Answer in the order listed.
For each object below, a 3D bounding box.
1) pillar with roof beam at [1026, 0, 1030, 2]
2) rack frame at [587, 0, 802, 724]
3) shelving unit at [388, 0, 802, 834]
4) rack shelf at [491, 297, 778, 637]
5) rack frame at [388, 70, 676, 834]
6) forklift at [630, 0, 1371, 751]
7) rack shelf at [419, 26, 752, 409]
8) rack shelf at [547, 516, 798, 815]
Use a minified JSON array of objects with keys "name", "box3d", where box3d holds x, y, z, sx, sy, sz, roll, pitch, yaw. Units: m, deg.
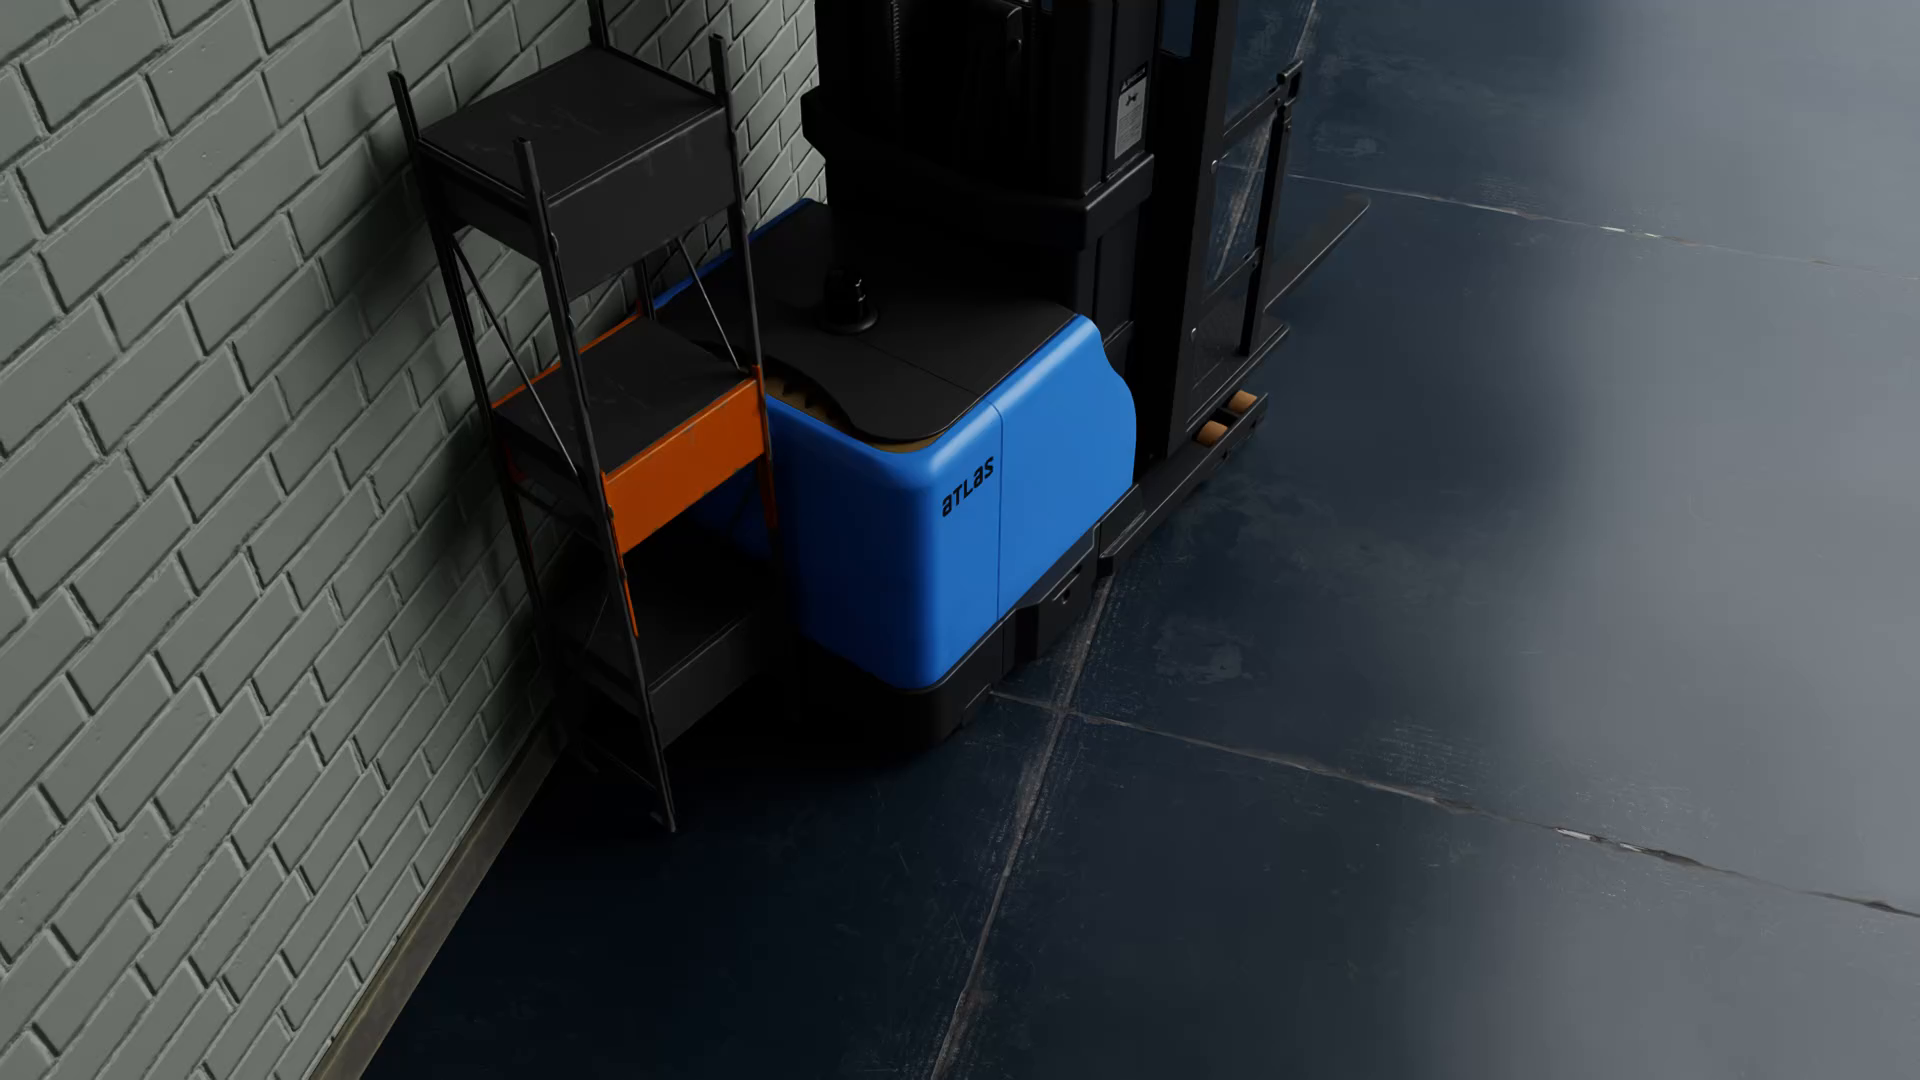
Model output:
[{"name":"pillar with roof beam","box3d":[4.182,-4.069,2.974,9.100,9.000,0.400,13,46,13]},{"name":"rack frame","box3d":[-0.611,-0.319,4.069,0.400,2.100,0.015,30,52,27]},{"name":"shelving unit","box3d":[-0.767,-0.186,3.936,0.431,2.100,0.503,30,52,27]},{"name":"rack shelf","box3d":[-0.767,-0.176,3.946,0.431,0.518,0.480,30,52,27]},{"name":"rack frame","box3d":[-0.923,-0.054,3.803,0.400,2.100,0.015,30,52,27]},{"name":"forklift","box3d":[0.374,-1.457,4.644,1.130,2.935,3.031,27,51,25]},{"name":"rack shelf","box3d":[-0.770,-0.674,3.453,0.431,0.518,0.480,30,52,27]},{"name":"rack shelf","box3d":[-0.764,0.321,4.438,0.431,0.518,0.480,30,52,27]}]
